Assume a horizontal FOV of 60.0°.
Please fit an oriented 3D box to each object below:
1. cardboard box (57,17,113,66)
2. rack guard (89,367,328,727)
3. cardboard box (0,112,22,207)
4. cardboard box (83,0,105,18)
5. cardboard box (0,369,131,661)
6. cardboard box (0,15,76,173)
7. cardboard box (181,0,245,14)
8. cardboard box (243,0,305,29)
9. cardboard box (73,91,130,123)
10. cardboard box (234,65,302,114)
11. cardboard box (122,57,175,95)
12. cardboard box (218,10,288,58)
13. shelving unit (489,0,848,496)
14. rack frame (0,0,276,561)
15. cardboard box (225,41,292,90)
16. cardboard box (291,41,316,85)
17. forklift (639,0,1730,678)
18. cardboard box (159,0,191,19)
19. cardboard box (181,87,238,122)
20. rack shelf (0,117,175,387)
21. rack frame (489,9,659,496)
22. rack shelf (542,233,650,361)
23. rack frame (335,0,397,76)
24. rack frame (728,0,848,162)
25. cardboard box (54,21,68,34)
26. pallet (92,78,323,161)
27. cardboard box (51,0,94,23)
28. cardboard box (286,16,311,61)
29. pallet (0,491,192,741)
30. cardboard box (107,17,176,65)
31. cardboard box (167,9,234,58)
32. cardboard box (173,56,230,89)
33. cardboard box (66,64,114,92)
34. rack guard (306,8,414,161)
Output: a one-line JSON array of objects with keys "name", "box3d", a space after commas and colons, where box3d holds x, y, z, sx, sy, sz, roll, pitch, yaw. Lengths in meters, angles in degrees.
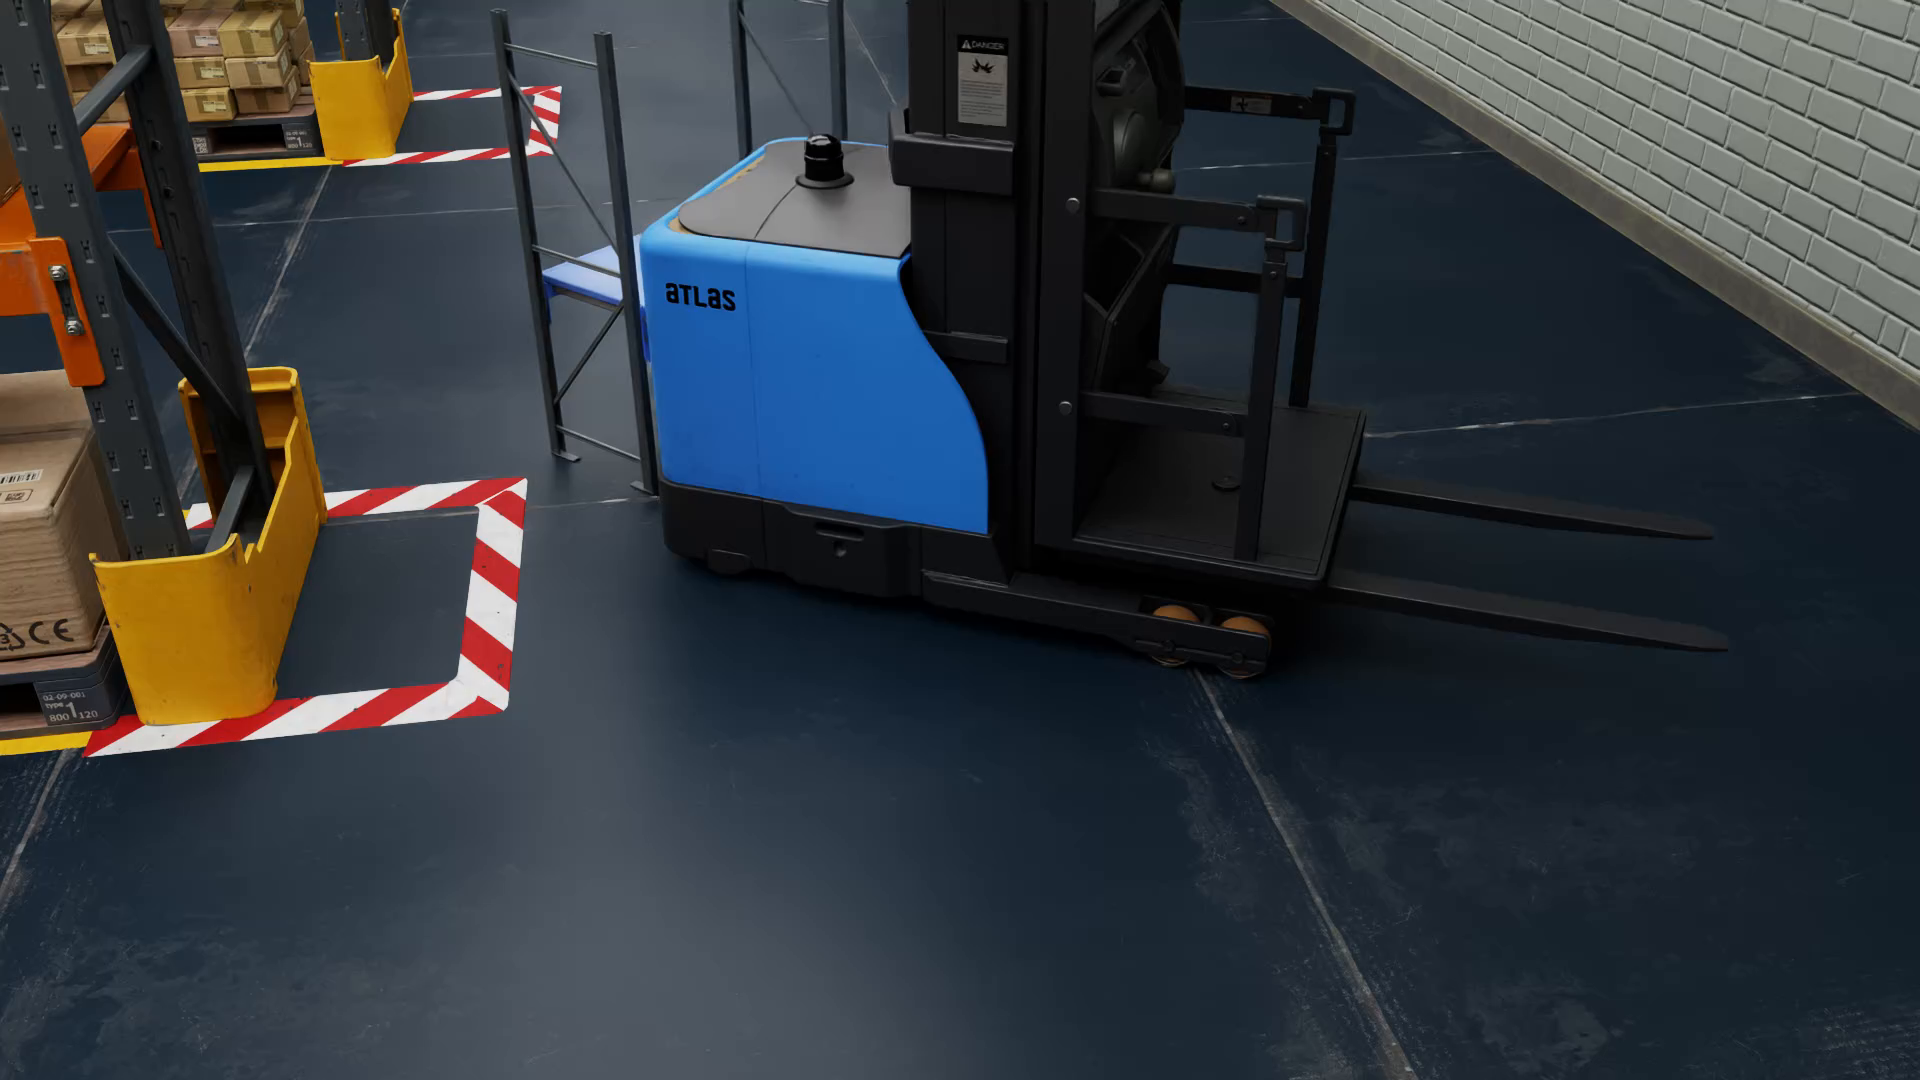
[{"name": "cardboard box", "box3d": [-4.369, -2.517, 8.383, 0.250, 0.149, 0.380, -7, 31, -11]}, {"name": "rack guard", "box3d": [-2.123, -0.023, 4.795, 0.348, 0.500, 1.175, -5, 31, -9]}, {"name": "cardboard box", "box3d": [-2.574, -0.965, 3.833, 0.500, 0.500, 0.500, -5, 31, -9]}, {"name": "cardboard box", "box3d": [-4.464, -2.779, 8.828, 0.250, 0.149, 0.380, -7, 31, -11]}, {"name": "cardboard box", "box3d": [-2.778, -0.064, 4.514, 0.875, 0.438, 0.875, -6, 31, -11]}, {"name": "cardboard box", "box3d": [-2.671, -1.240, 4.302, 0.500, 0.500, 0.500, -6, 31, -9]}, {"name": "cardboard box", "box3d": [-3.964, -2.802, 8.867, 0.250, 0.149, 0.380, -5, 31, -8]}, {"name": "cardboard box", "box3d": [-3.715, -2.887, 9.012, 0.250, 0.149, 0.380, -7, 31, -11]}, {"name": "cardboard box", "box3d": [-4.369, -2.273, 8.554, 0.250, 0.149, 0.380, -5, 31, -8]}, {"name": "cardboard box", "box3d": [-3.618, -2.357, 8.697, 0.250, 0.149, 0.380, -5, 31, -8]}, {"name": "cardboard box", "box3d": [-4.117, -2.398, 8.474, 0.250, 0.149, 0.380, -7, 31, -11]}, {"name": "cardboard box", "box3d": [-3.613, -2.591, 8.508, 0.250, 0.149, 0.380, -5, 31, -8]}, {"name": "shelving unit", "box3d": [-0.901, -1.081, 5.609, 0.538, 1.500, 1.048, 21, 36, 31]}, {"name": "rack frame", "box3d": [-2.147, -1.098, 4.158, 0.127, 3.000, 1.000, -5, 31, -9]}, {"name": "cardboard box", "box3d": [-3.606, -2.447, 8.556, 0.250, 0.149, 0.380, -6, 31, -10]}, {"name": "cardboard box", "box3d": [-3.711, -2.621, 9.146, 0.250, 0.149, 0.380, -5, 31, -8]}, {"name": "forklift", "box3d": [0.666, -1.185, 4.373, 3.031, 2.935, 1.130, 9, 32, 15]}, {"name": "cardboard box", "box3d": [-4.235, -2.843, 8.936, 0.250, 0.149, 0.380, -5, 31, -9]}, {"name": "cardboard box", "box3d": [-3.853, -2.283, 8.571, 0.250, 0.149, 0.380, -4, 31, -7]}, {"name": "rack shelf", "box3d": [-4.114, -0.605, 4.030, 4.000, 0.370, 1.077, -5, 31, -9]}, {"name": "rack frame", "box3d": [-1.206, -0.875, 5.259, 0.500, 1.500, 0.032, 21, 36, 31]}, {"name": "rack shelf", "box3d": [-0.901, -0.926, 5.700, 0.538, 0.185, 1.000, 21, 36, 31]}, {"name": "rack frame", "box3d": [-3.138, -3.557, 8.340, 0.127, 3.000, 1.000, -5, 31, -9]}, {"name": "rack frame", "box3d": [-0.596, -1.288, 5.960, 0.500, 1.500, 0.032, 21, 36, 31]}, {"name": "cardboard box", "box3d": [-4.623, -2.465, 8.294, 0.250, 0.149, 0.380, -4, 31, -7]}, {"name": "pallet", "box3d": [-4.018, -2.291, 8.938, 1.213, 0.211, 1.003, -5, 31, -9]}, {"name": "cardboard box", "box3d": [-4.739, -2.758, 8.793, 0.250, 0.149, 0.380, -4, 31, -7]}, {"name": "cardboard box", "box3d": [-3.700, -2.717, 9.017, 0.250, 0.149, 0.380, -4, 31, -7]}, {"name": "pallet", "box3d": [-2.919, 0.216, 4.674, 1.213, 0.211, 1.003, -5, 31, -9]}, {"name": "cardboard box", "box3d": [-4.102, -2.509, 8.370, 0.250, 0.149, 0.380, -6, 31, -10]}, {"name": "cardboard box", "box3d": [-3.871, -2.596, 8.518, 0.250, 0.149, 0.380, -5, 31, -8]}, {"name": "cardboard box", "box3d": [-3.873, -2.450, 8.562, 0.250, 0.149, 0.380, -6, 31, -10]}, {"name": "cardboard box", "box3d": [-4.399, -2.425, 8.520, 0.250, 0.149, 0.380, -6, 31, -10]}, {"name": "rack guard", "box3d": [-3.213, -2.472, 8.961, 0.348, 0.500, 1.175, -5, 31, -9]}]
